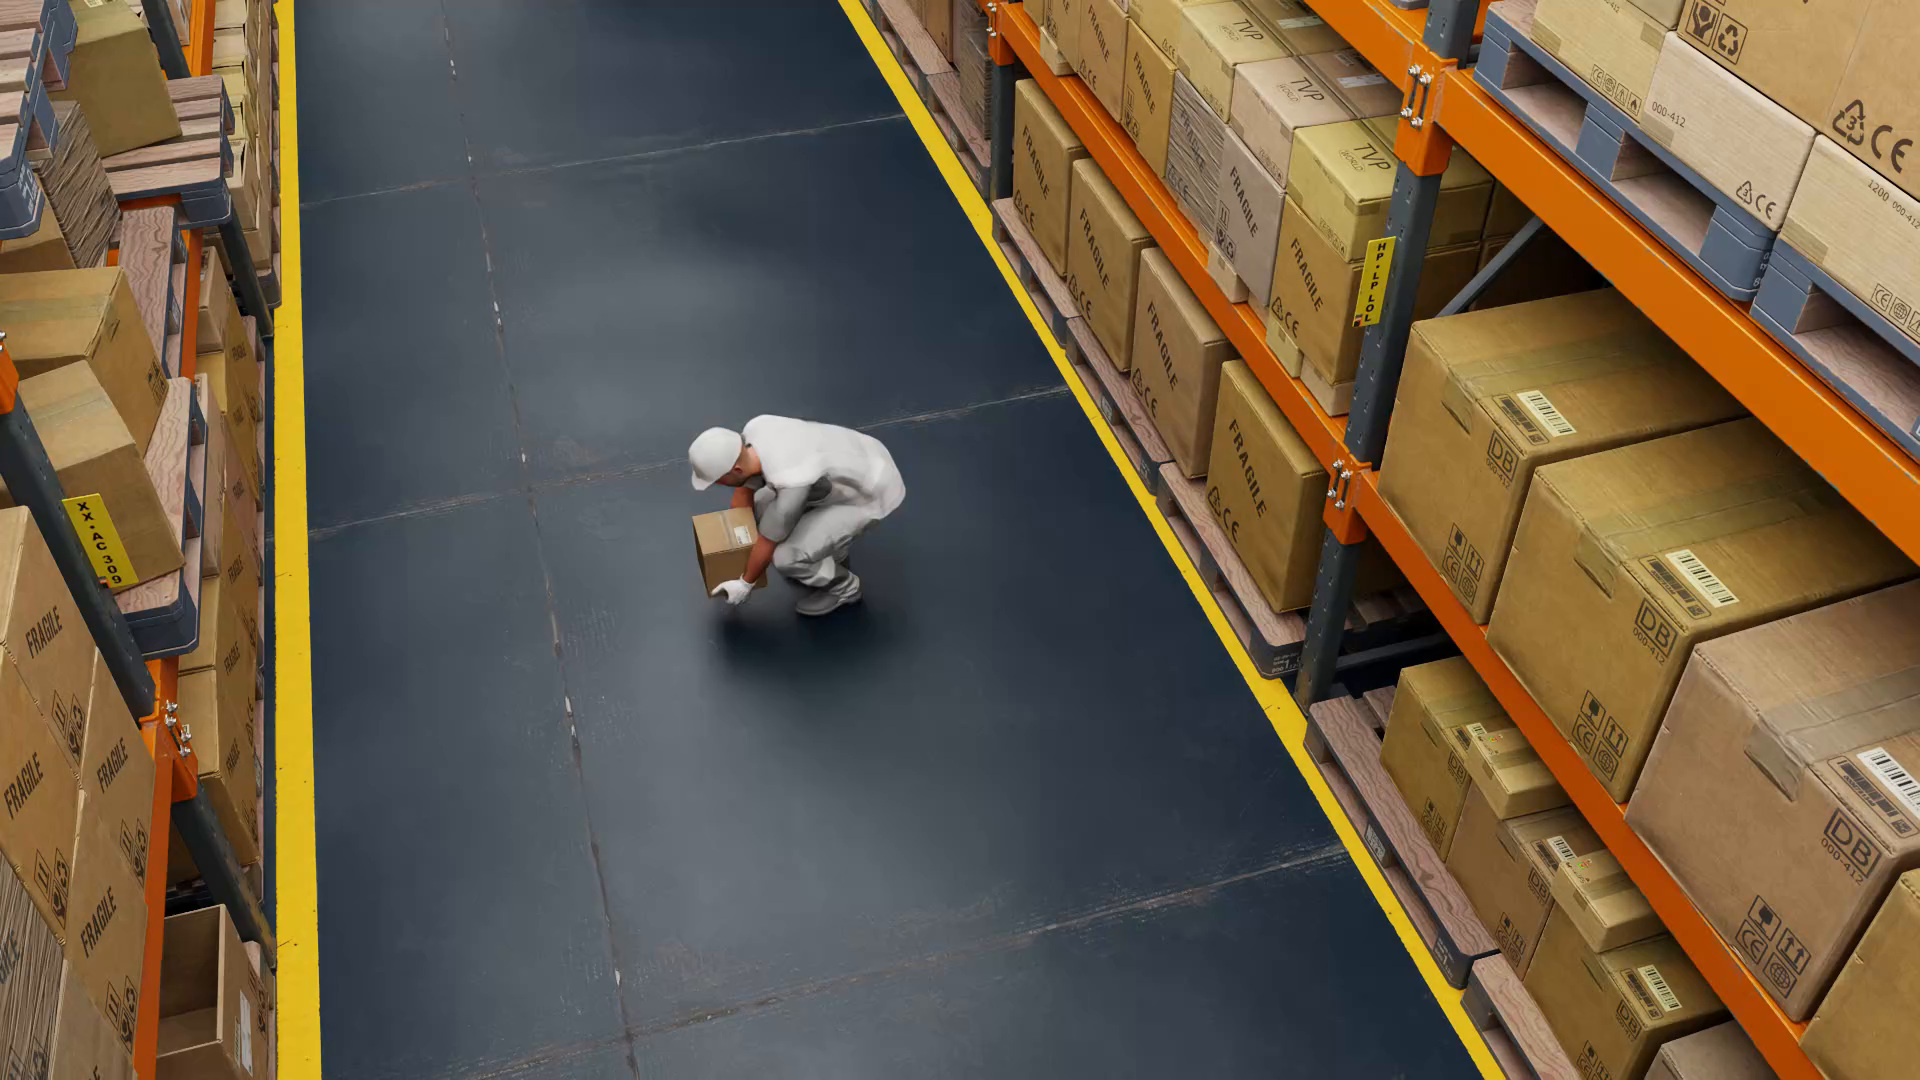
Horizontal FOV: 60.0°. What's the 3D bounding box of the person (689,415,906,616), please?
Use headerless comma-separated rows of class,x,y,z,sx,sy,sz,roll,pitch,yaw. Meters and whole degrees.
person,-0.658,-0.139,6.889,0.870,1.006,0.537,-13,43,-14
